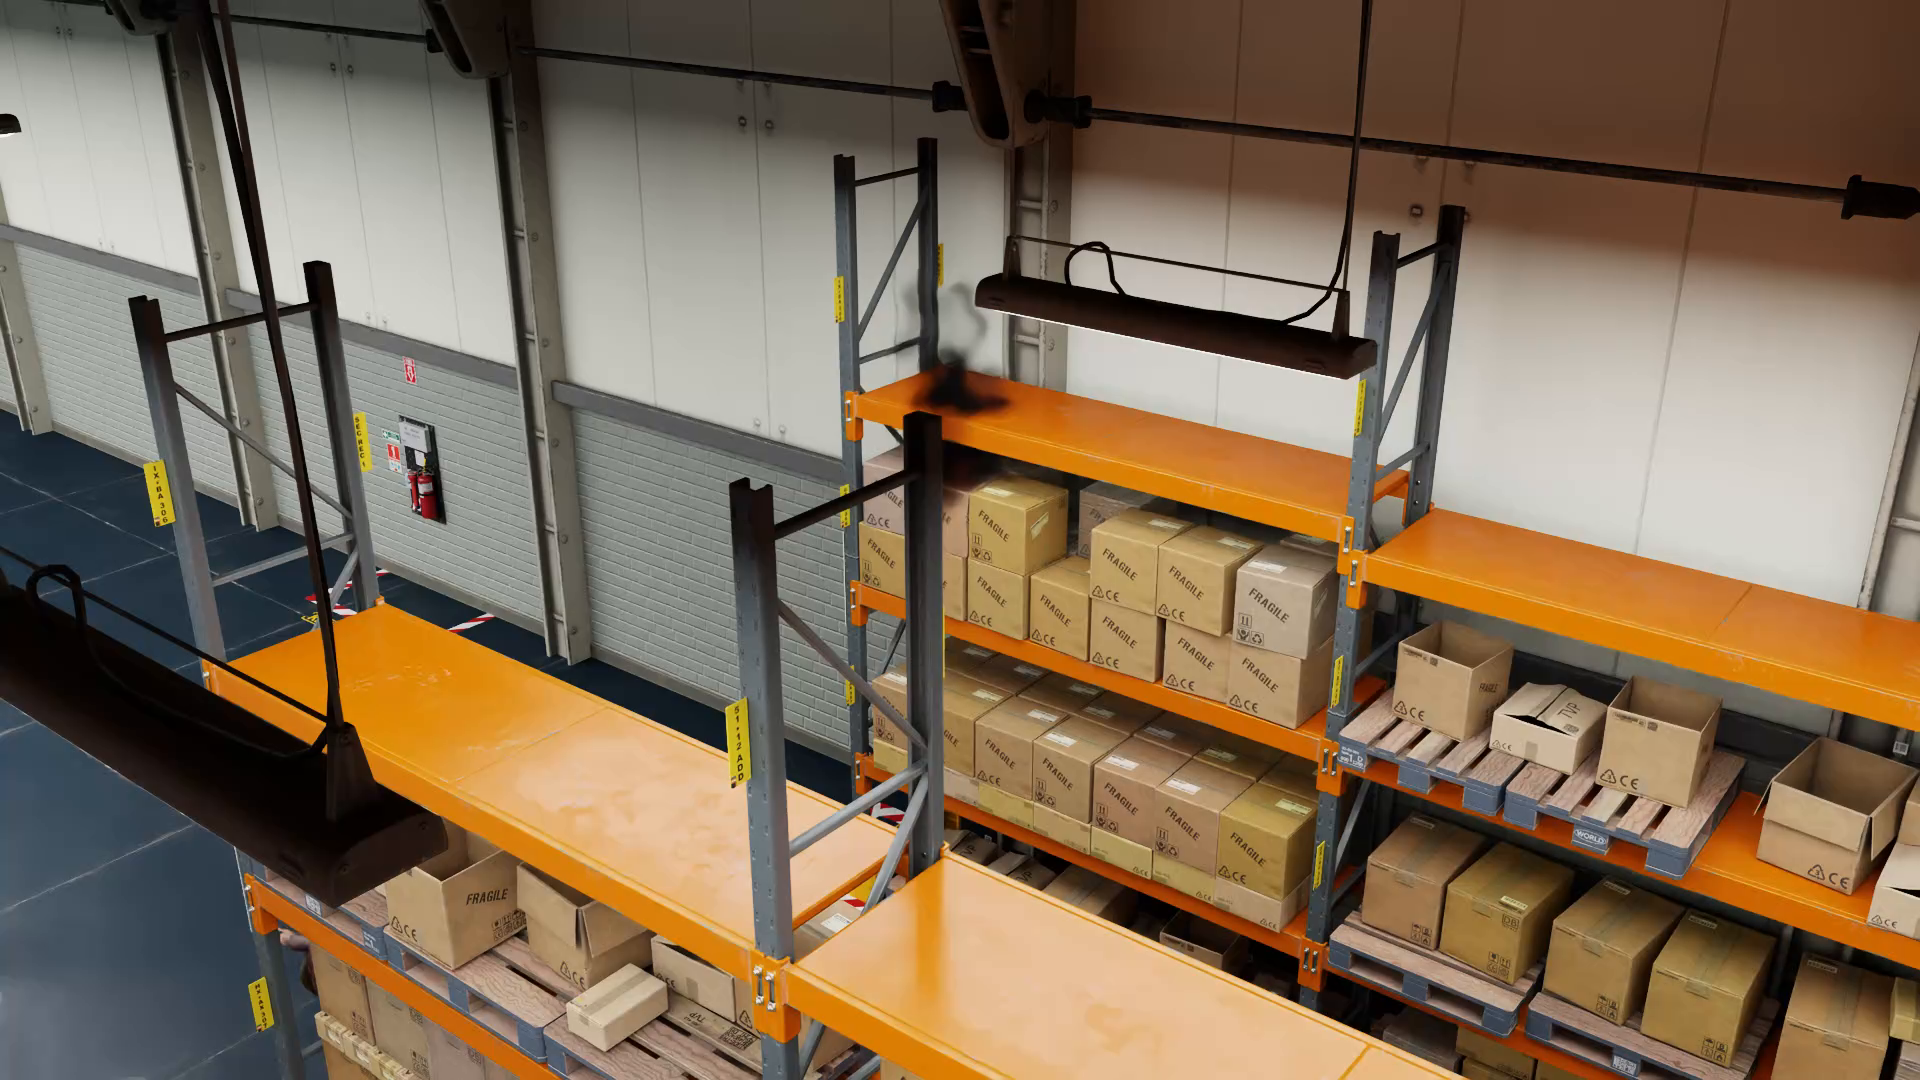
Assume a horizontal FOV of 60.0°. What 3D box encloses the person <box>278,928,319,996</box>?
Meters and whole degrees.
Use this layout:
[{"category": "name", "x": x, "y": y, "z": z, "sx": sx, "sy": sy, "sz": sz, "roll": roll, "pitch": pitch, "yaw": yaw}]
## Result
[{"category": "person", "x": -4.217, "y": 2.750, "z": 11.106, "sx": 0.587, "sy": 1.780, "sz": 0.726, "roll": -2, "pitch": 23, "yaw": -4}]
